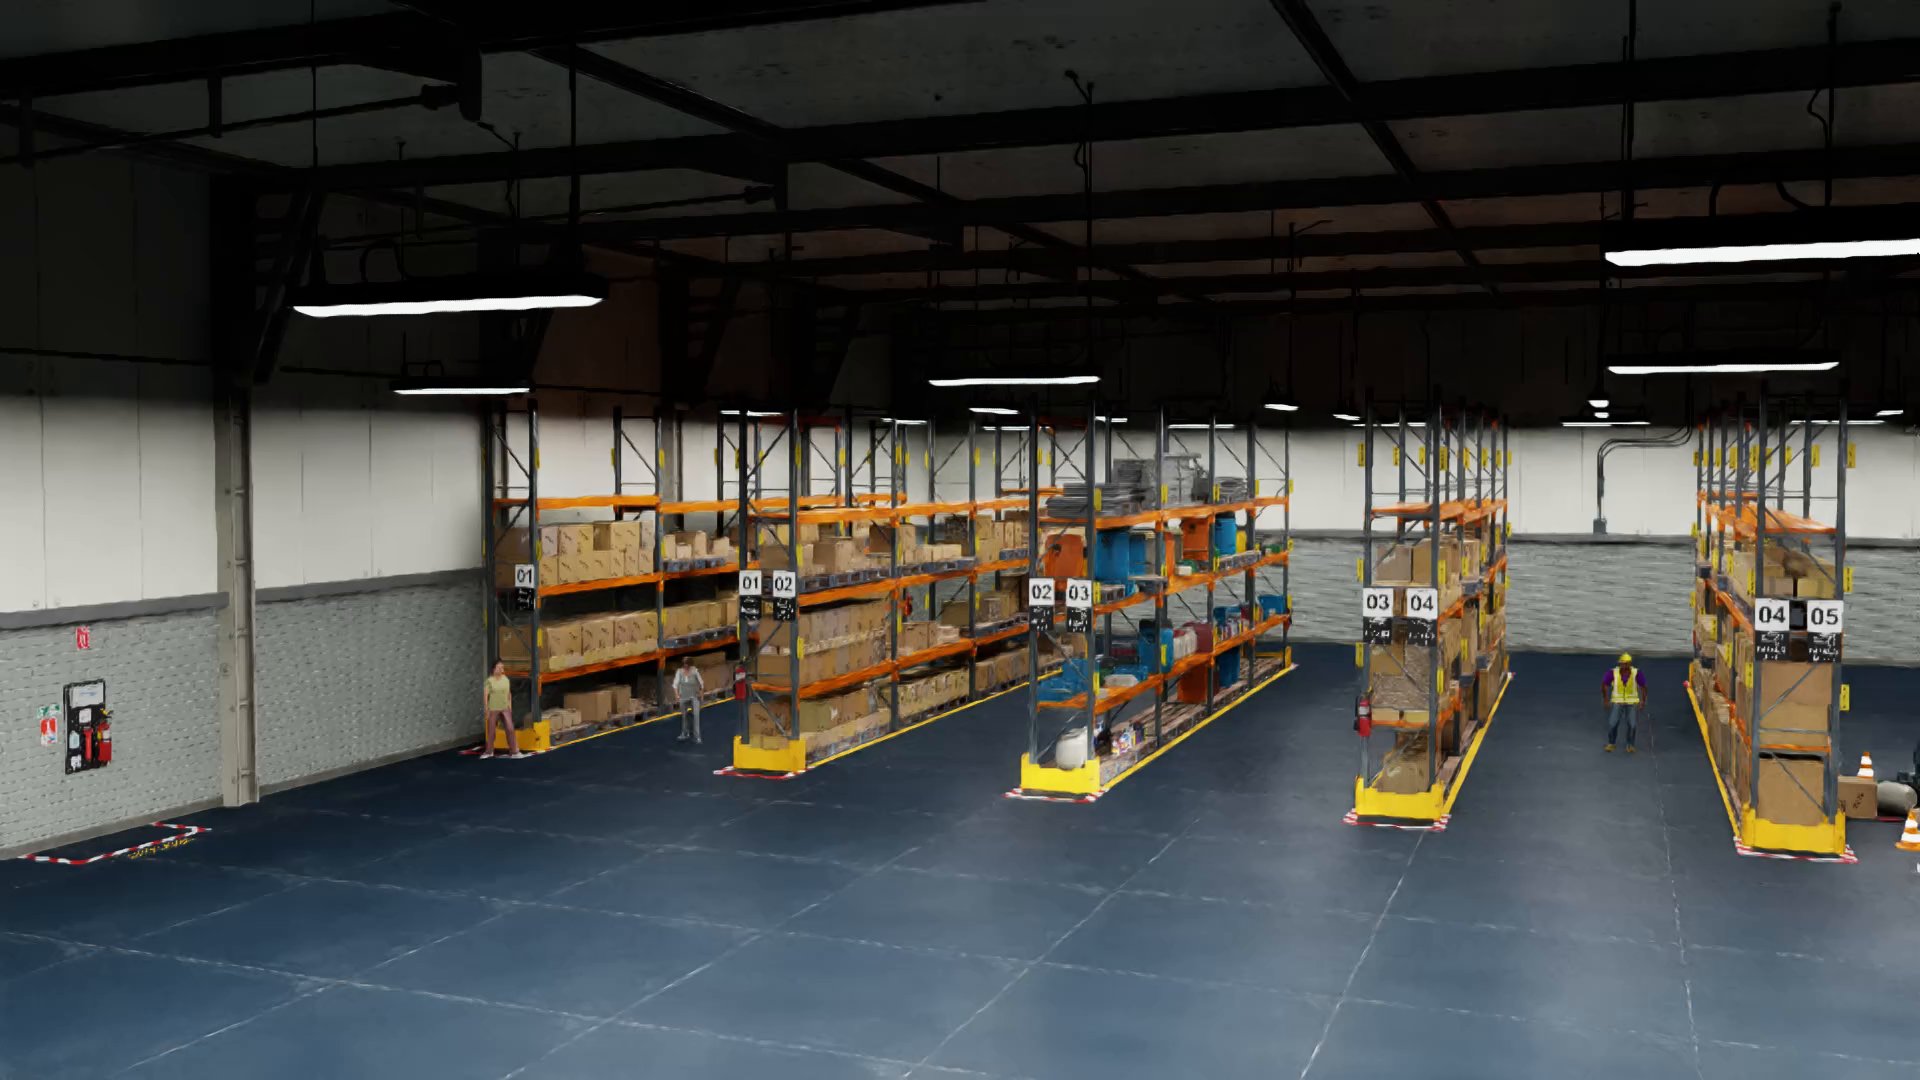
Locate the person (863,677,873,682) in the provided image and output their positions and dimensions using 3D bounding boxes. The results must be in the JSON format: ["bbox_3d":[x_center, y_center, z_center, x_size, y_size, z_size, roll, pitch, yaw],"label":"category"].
[{"bbox_3d":[-1.988,2.302,36.613,0.444,1.786,0.598,0,3,-5],"label":"person"}]

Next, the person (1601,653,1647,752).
[{"bbox_3d":[11.273,2.760,28.240,0.719,1.714,0.578,1,3,21],"label":"person"}]

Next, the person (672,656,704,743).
[{"bbox_3d":[-4.763,2.781,29.274,0.562,1.528,0.778,0,3,2],"label":"person"}]

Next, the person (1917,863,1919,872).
[{"bbox_3d":[11.820,3.141,19.757,0.790,1.770,0.533,-1,3,-19],"label":"person"}]

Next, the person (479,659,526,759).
[{"bbox_3d":[-7.605,2.798,27.556,0.687,1.658,0.564,-2,3,-29],"label":"person"}]
